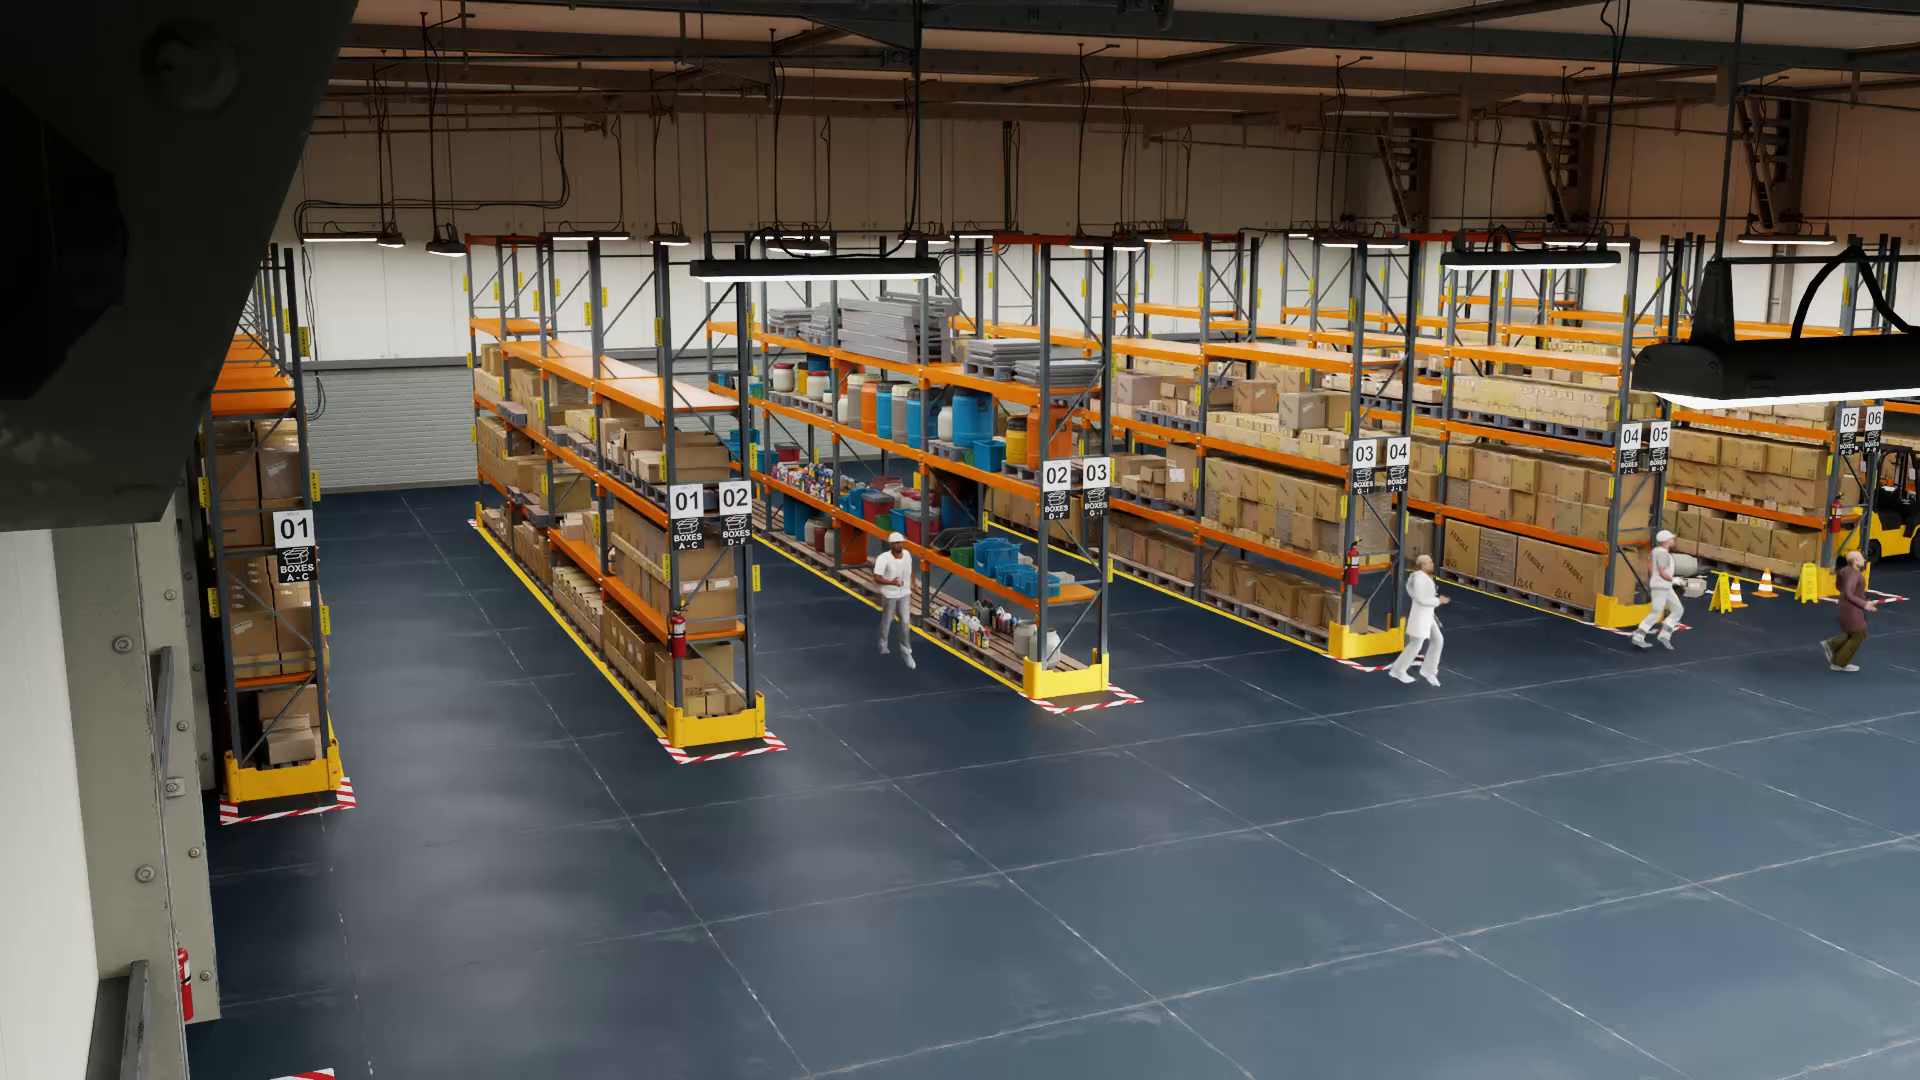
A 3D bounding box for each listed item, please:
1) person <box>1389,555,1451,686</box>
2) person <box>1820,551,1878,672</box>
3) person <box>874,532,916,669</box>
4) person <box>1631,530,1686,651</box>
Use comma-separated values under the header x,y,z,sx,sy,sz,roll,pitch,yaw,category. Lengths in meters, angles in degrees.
x,y,z,sx,sy,sz,roll,pitch,yaw,category
6.312,1.116,22.774,0.762,1.851,0.706,5,12,23,person
12.518,1.001,23.397,0.632,1.730,0.689,4,12,20,person
-0.869,0.814,22.909,0.724,1.887,0.736,-6,13,-30,person
10.409,0.740,24.690,0.667,1.786,0.705,5,12,25,person
